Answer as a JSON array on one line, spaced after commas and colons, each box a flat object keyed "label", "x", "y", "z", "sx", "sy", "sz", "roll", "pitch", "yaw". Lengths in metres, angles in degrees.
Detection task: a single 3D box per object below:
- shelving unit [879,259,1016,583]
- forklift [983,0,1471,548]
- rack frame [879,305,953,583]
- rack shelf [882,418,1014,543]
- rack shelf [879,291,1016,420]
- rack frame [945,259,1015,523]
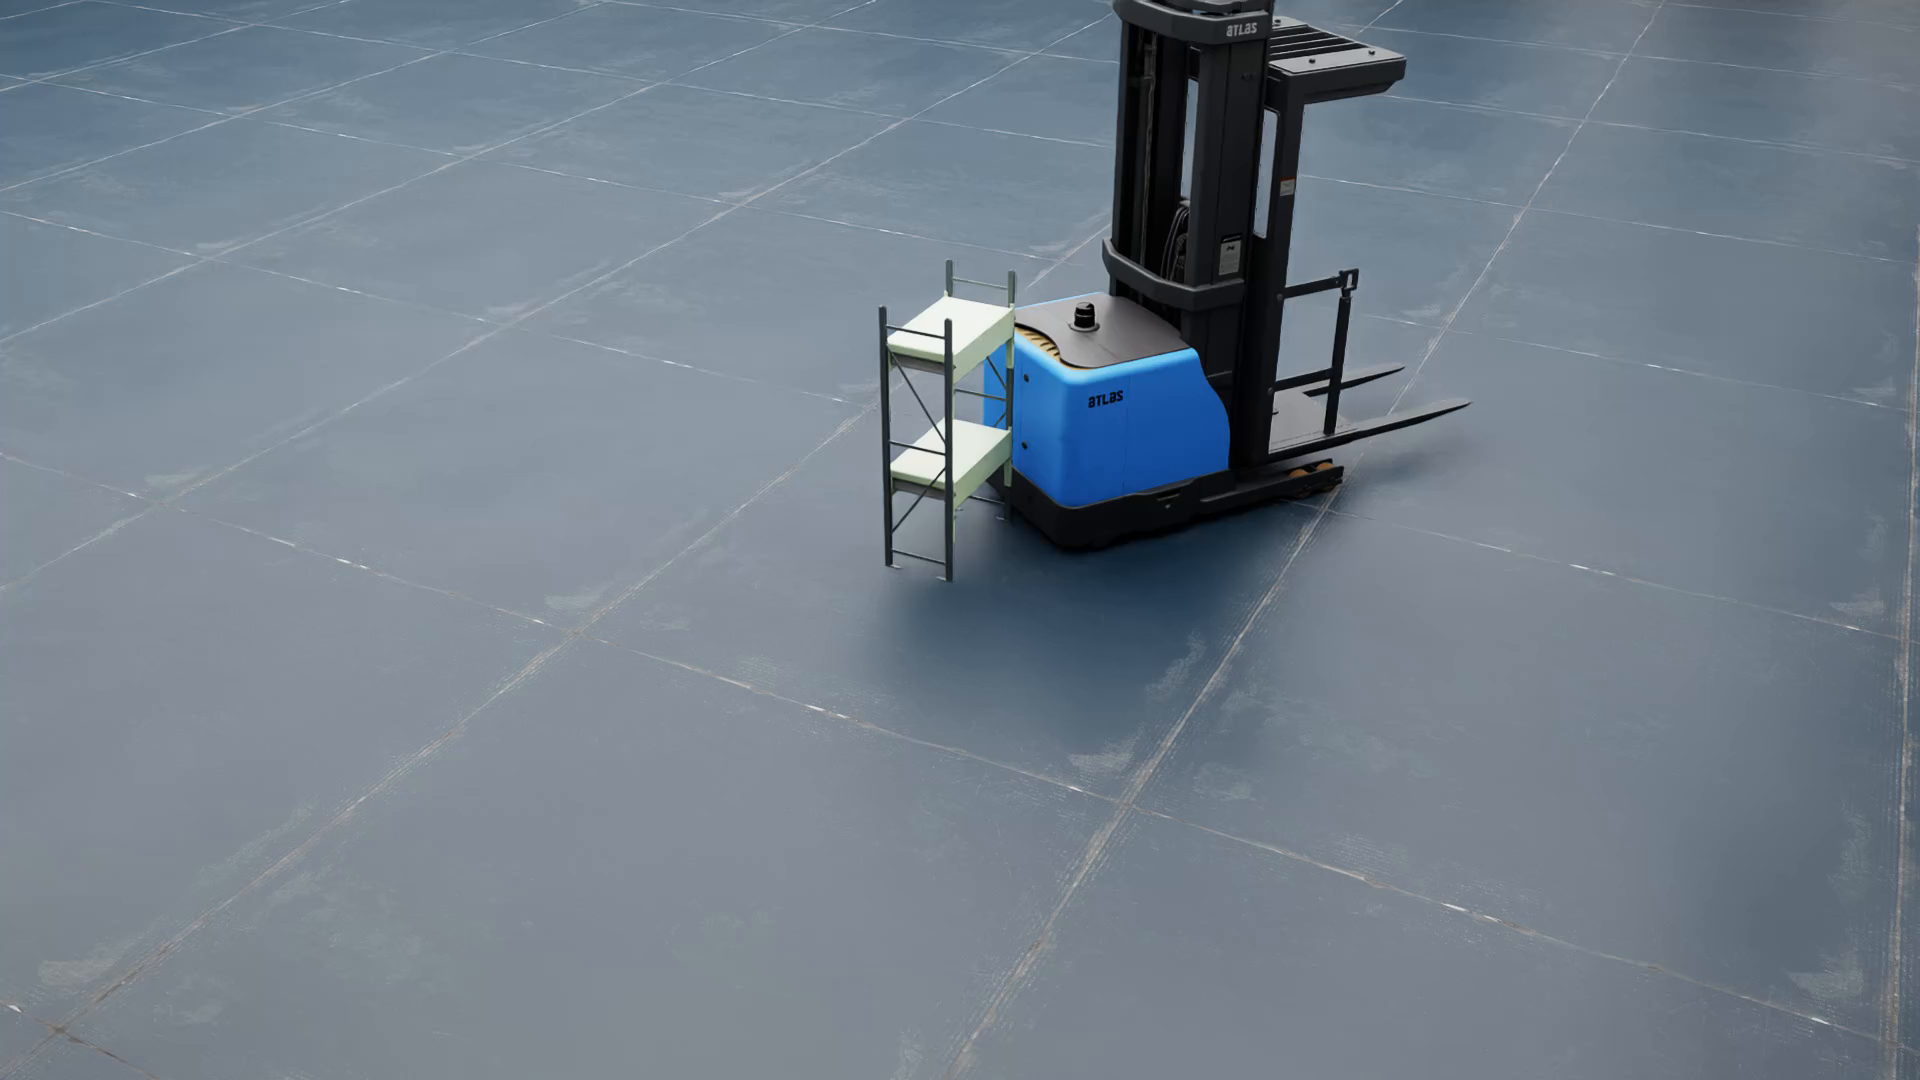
[{"label": "shelving unit", "x": -0.057, "y": -0.631, "z": 8.844, "sx": 0.431, "sy": 1.500, "sz": 0.755, "roll": 14, "pitch": 33, "yaw": 23}, {"label": "forklift", "x": 1.667, "y": -1.731, "z": 9.321, "sx": 3.031, "sy": 2.935, "sz": 1.130, "roll": -14, "pitch": 33, "yaw": -24}, {"label": "rack frame", "x": -0.221, "y": -0.468, "z": 8.560, "sx": 0.400, "sy": 1.500, "sz": 0.023, "roll": 14, "pitch": 33, "yaw": 23}, {"label": "rack shelf", "x": -0.057, "y": -0.349, "z": 9.006, "sx": 0.431, "sy": 0.370, "sz": 0.720, "roll": 14, "pitch": 33, "yaw": 23}, {"label": "rack shelf", "x": -0.057, "y": -0.970, "z": 8.649, "sx": 0.431, "sy": 0.370, "sz": 0.720, "roll": 14, "pitch": 33, "yaw": 23}, {"label": "rack frame", "x": 0.106, "y": -0.795, "z": 9.128, "sx": 0.400, "sy": 1.500, "sz": 0.023, "roll": 14, "pitch": 33, "yaw": 23}]
